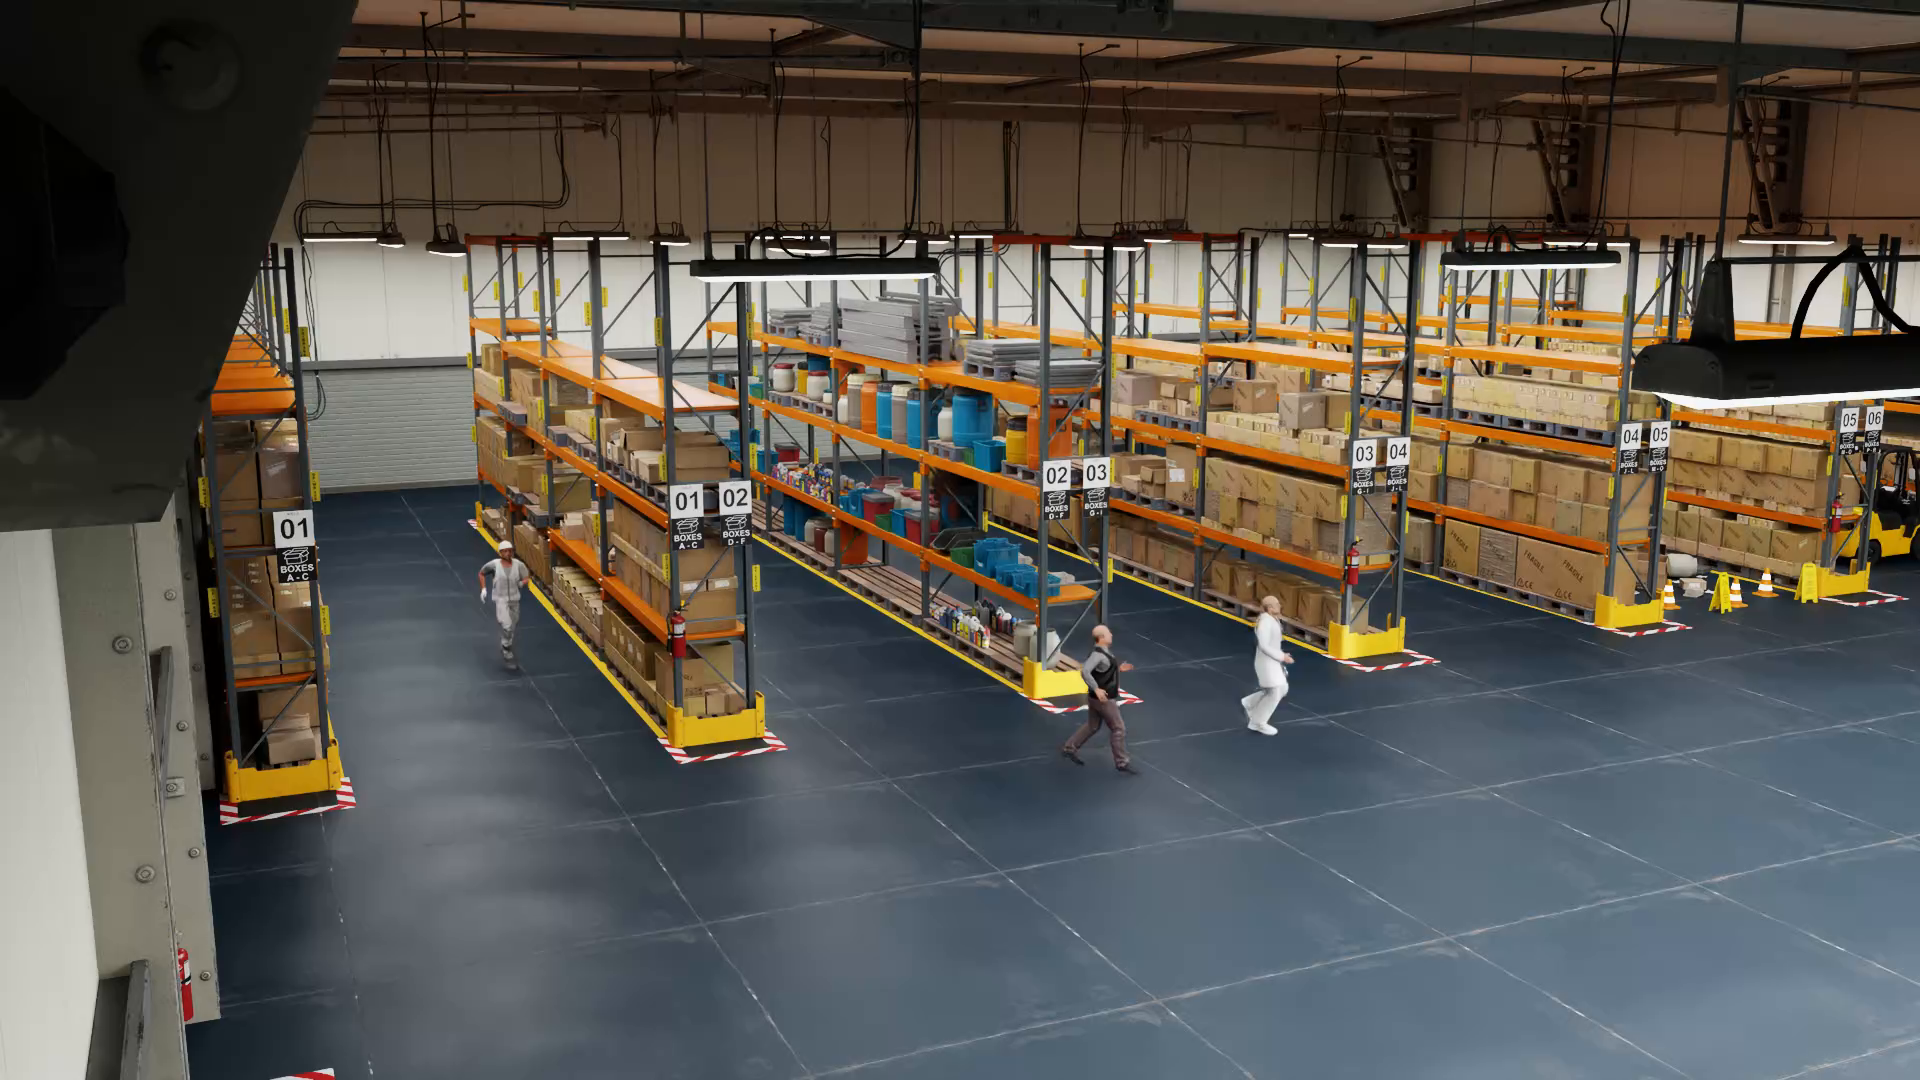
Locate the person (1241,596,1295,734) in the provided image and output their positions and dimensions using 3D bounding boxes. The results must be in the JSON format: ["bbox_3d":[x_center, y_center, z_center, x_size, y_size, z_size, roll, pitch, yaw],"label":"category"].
[{"bbox_3d":[3.830,1.537,20.665,0.649,1.738,0.748,3,11,14],"label":"person"}]

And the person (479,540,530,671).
[{"bbox_3d":[-6.469,0.907,23.730,0.643,1.844,0.876,-8,13,-34],"label":"person"}]

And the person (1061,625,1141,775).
[{"bbox_3d":[1.588,1.776,19.072,0.813,1.636,0.645,0,11,0],"label":"person"}]
